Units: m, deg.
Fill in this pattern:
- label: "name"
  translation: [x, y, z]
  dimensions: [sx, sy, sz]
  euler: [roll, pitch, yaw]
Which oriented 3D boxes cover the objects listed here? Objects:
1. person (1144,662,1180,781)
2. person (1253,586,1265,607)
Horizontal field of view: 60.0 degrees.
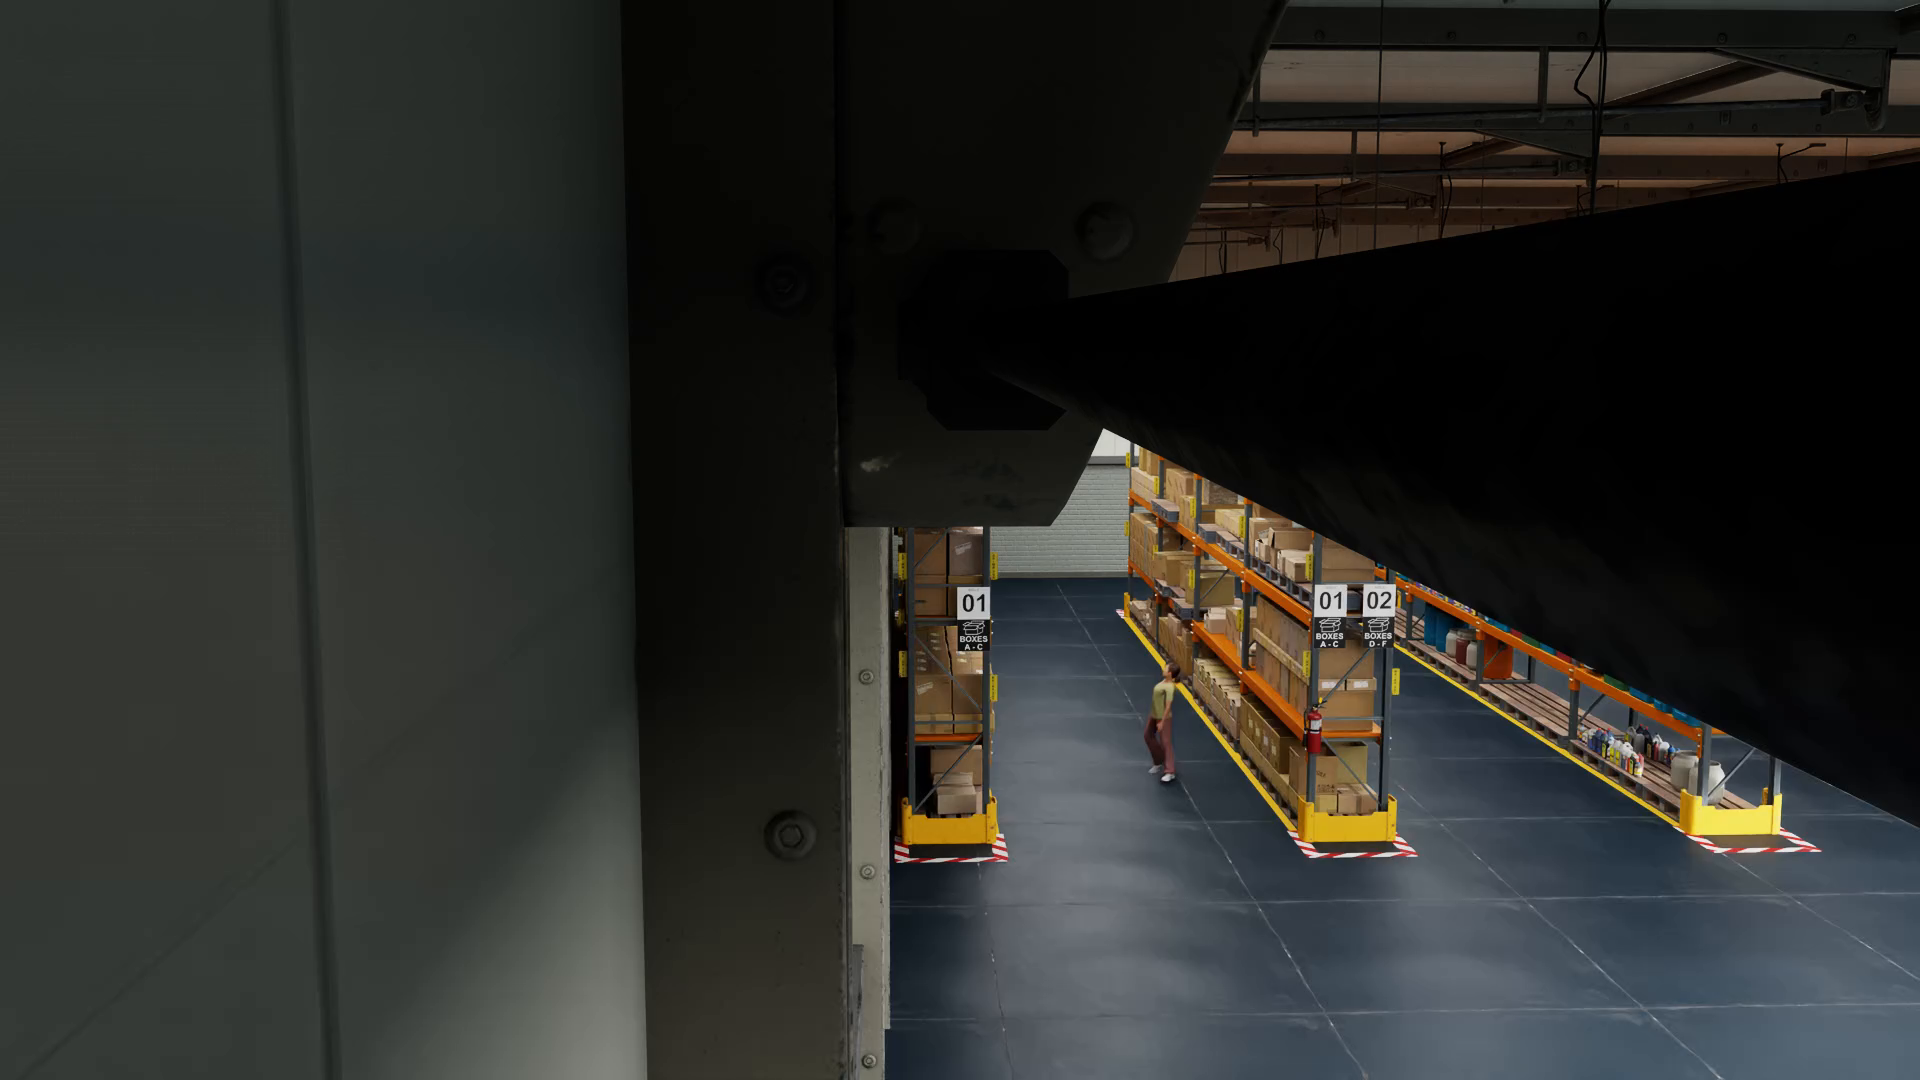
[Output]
- label: "person"
  translation: [2.862, 2.535, 23.379]
  dimensions: [0.403, 1.647, 0.605]
  euler: [-2, 8, -17]
- label: "person"
  translation: [6.291, 1.065, 35.074]
  dimensions: [0.488, 1.555, 0.823]
  euler: [0, 7, -2]
